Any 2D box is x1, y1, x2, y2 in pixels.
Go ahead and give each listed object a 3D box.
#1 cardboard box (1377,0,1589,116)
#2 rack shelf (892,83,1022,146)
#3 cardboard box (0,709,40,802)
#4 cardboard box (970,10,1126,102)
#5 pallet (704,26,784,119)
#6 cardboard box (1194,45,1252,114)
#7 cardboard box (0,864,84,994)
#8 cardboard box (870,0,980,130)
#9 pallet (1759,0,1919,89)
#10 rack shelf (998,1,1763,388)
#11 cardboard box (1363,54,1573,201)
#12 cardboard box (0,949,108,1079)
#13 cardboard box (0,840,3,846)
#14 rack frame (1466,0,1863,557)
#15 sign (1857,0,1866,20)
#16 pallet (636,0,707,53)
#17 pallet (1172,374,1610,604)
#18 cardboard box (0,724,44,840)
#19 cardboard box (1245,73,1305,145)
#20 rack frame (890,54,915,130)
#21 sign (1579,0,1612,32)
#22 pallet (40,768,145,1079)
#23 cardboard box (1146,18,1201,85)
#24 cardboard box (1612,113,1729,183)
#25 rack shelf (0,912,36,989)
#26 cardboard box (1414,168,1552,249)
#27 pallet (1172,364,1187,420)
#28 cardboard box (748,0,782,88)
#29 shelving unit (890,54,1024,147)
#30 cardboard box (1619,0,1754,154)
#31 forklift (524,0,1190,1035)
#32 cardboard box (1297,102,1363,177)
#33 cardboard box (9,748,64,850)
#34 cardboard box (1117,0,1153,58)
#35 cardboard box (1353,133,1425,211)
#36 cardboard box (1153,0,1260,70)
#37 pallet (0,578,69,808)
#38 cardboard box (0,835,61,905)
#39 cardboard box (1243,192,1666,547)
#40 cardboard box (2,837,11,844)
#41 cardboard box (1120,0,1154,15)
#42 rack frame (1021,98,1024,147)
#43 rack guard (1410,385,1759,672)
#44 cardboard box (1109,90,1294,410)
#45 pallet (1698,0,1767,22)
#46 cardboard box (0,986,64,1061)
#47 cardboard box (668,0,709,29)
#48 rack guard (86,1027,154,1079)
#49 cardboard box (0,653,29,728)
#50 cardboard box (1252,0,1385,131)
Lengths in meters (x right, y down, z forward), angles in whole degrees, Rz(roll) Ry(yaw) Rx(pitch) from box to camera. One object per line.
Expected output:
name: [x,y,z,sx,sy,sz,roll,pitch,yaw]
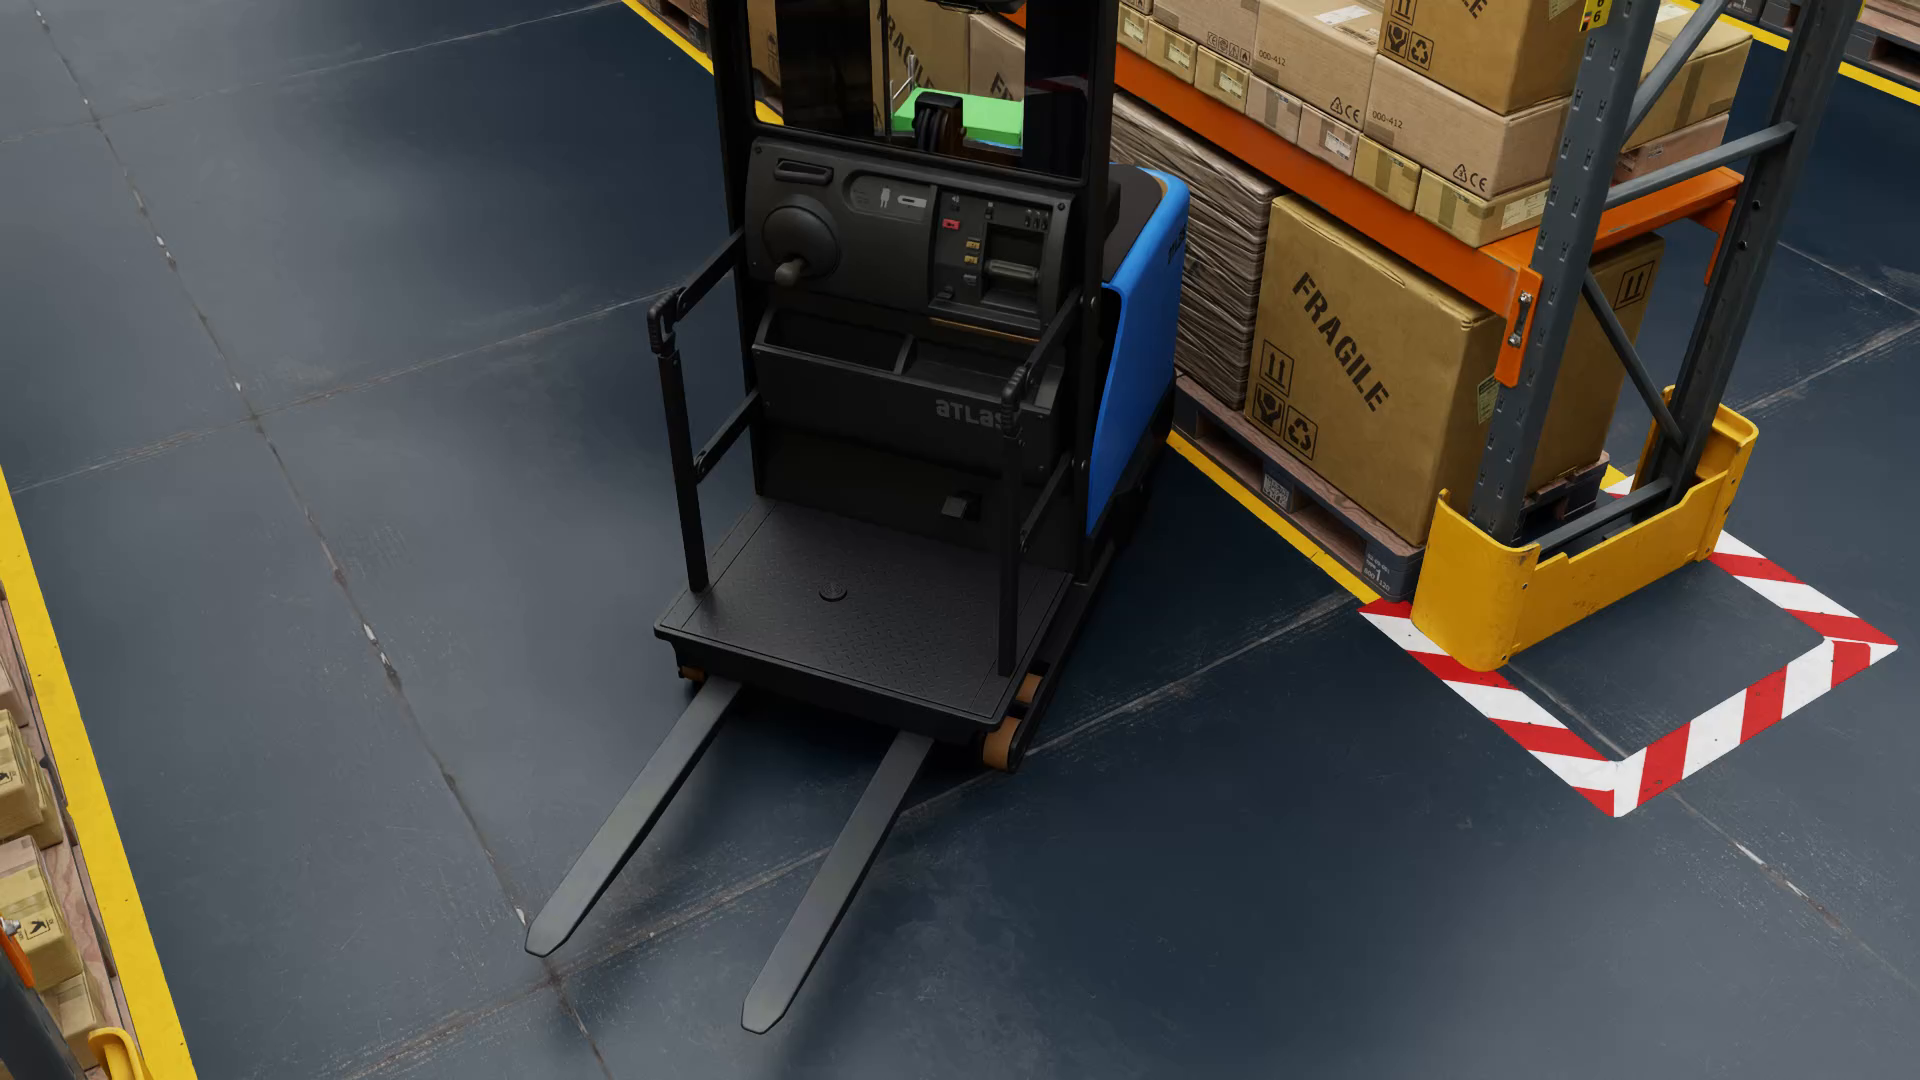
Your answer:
cardboard box: [1.536,-1.542,4.557,0.500,0.500,0.500,-22,44,-24]
rack shelf: [0.024,-1.478,5.937,0.480,0.148,0.258,12,41,14]
cardboard box: [-2.634,0.631,4.316,0.380,0.149,0.250,-21,44,-23]
cardboard box: [0.640,-1.660,6.730,0.875,0.875,0.875,-22,45,-24]
pallet: [-0.610,-2.503,8.589,1.003,0.211,1.213,-22,45,-24]
cardboard box: [1.000,-1.558,5.473,0.380,0.149,0.250,-23,45,-25]
cardboard box: [-2.212,0.933,3.721,0.380,0.149,0.250,-24,46,-26]
cardboard box: [0.156,-2.145,7.313,0.875,0.875,0.875,-22,45,-24]
pallet: [5.133,-2.775,8.915,1.003,0.211,1.213,-22,45,-24]
rack shelf: [0.944,-1.828,6.163,1.077,0.370,4.000,-22,45,-24]
cardboard box: [1.535,-1.252,4.794,0.500,0.250,0.500,-23,45,-25]
cardboard box: [-2.228,1.169,3.903,0.380,0.149,0.250,-21,44,-24]
cardboard box: [-2.588,0.807,4.105,0.380,0.149,0.250,-22,44,-24]
rack frame: [2.020,-1.025,4.637,1.000,3.000,0.127,-22,45,-24]
sign: [2.491,-1.576,4.560,0.100,0.325,0.005,-22,45,-24]
pallet: [-1.270,-3.162,9.380,1.003,0.211,1.213,-22,45,-24]
pallet: [1.524,-0.358,6.015,1.003,0.211,1.213,-22,45,-24]
cardboard box: [-2.489,0.646,4.066,0.380,0.149,0.250,-22,45,-25]
cardboard box: [1.141,-1.419,5.306,0.380,0.149,0.250,-21,44,-24]
rack frame: [-0.207,-1.208,6.262,0.015,1.200,0.240,12,41,14]
sign: [1.555,-1.382,3.975,0.100,0.325,0.005,-22,45,-24]
pallet: [-2.665,1.207,4.136,1.003,0.211,1.213,-22,45,-24]
cardboard box: [0.860,-1.698,5.641,0.380,0.149,0.250,-22,45,-24]
cardboard box: [2.107,-1.234,5.084,0.380,0.149,0.250,-22,44,-24]
rack shelf: [-3.292,-0.175,4.179,1.077,0.370,4.000,-22,45,-24]
cardboard box: [1.551,-1.007,4.812,0.380,0.149,0.250,-21,44,-24]
pallet: [0.872,-1.016,6.805,1.003,0.211,1.213,-22,45,-24]
cardboard box: [-0.492,-2.868,8.180,1.225,0.875,0.875,-22,45,-24]
shelving unit: [0.024,-1.158,6.203,0.503,1.200,0.258,12,41,14]
cardboard box: [1.989,-1.434,5.012,0.500,0.250,0.500,-23,45,-25]
forklift: [-0.230,-0.751,4.361,1.130,2.935,3.031,14,42,16]
cardboard box: [1.275,-1.284,5.144,0.380,0.149,0.250,-22,45,-24]
cardboard box: [-2.623,0.748,4.408,0.380,0.149,0.250,-22,44,-24]
cardboard box: [0.729,-1.833,5.802,0.380,0.149,0.250,-21,44,-24]
cardboard box: [1.409,-1.147,4.980,0.380,0.149,0.250,-22,44,-24]
cardboard box: [0.989,-1.801,5.452,0.500,0.250,0.500,-24,45,-26]
pallet: [-3.316,0.549,4.926,1.003,0.211,1.213,-22,45,-24]
cardboard box: [-2.382,0.909,3.983,0.380,0.149,0.250,-22,45,-25]
cardboard box: [1.608,-0.688,5.564,0.875,0.875,0.875,-22,45,-24]
cardboard box: [-2.578,0.924,4.197,0.380,0.149,0.250,-22,44,-24]
cardboard box: [0.706,-2.080,5.788,0.500,0.250,0.500,-22,45,-24]
rack frame: [0.256,-1.109,6.144,0.015,1.200,0.240,12,41,14]
rack guard: [2.033,-0.052,5.422,1.175,0.500,0.348,-22,45,-24]
cardboard box: [1.119,-1.179,6.154,0.875,0.875,0.875,-22,45,-24]
pallet: [4.473,-3.434,9.706,1.003,0.211,1.213,-22,45,-24]
cardboard box: [-2.282,1.076,3.782,0.380,0.149,0.250,-20,44,-23]
cardboard box: [-0.973,-3.350,8.758,1.225,0.875,0.875,-24,45,-26]
rack guard: [-2.257,1.547,3.503,1.175,0.500,0.348,-22,45,-24]
cardboard box: [-2.901,0.479,4.731,0.380,0.149,0.250,-24,46,-26]
cardboard box: [1.263,-1.526,5.123,0.500,0.250,0.500,-23,45,-25]
